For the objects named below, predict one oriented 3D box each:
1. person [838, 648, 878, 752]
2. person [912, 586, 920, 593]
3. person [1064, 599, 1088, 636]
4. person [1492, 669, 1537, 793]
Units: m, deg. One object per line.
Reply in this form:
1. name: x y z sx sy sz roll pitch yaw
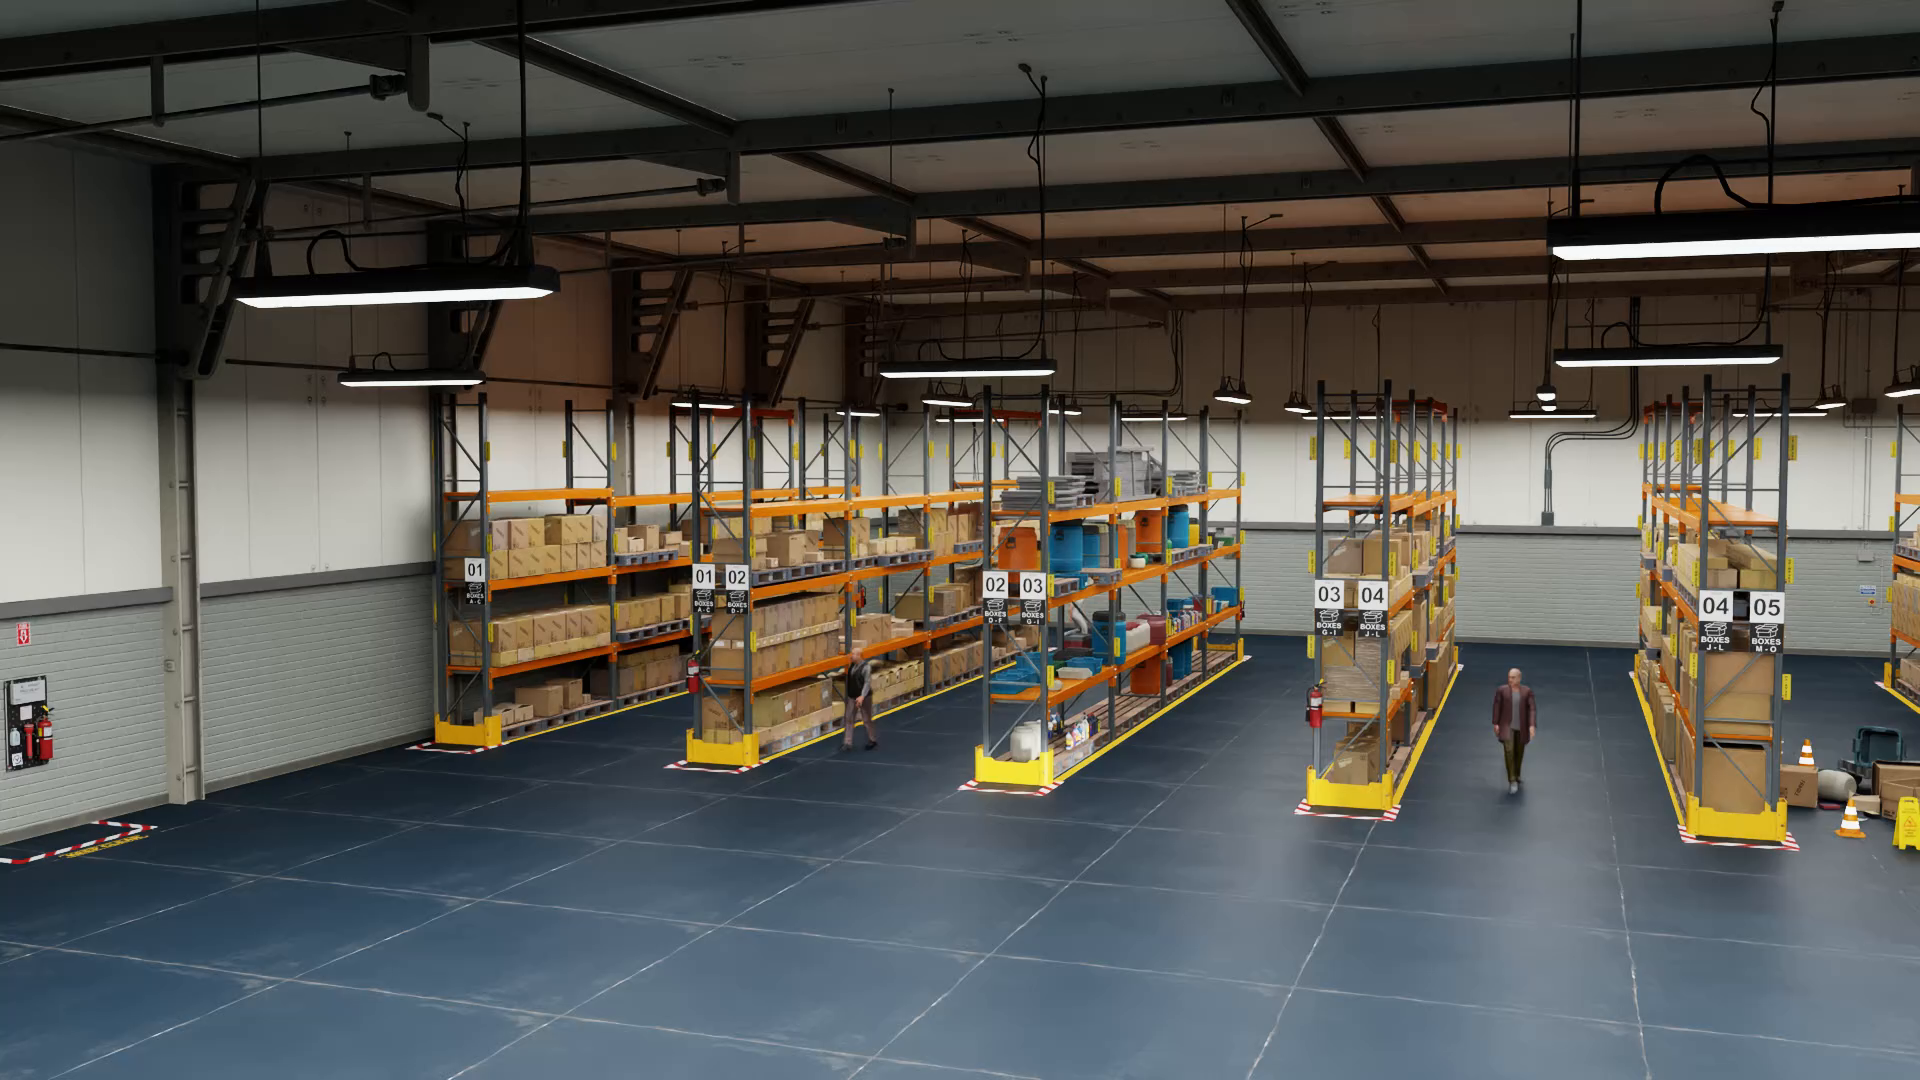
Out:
1. person: -1.730 2.661 27.848 0.573 1.695 0.855 2 4 39
2. person: -1.035 1.863 39.800 0.611 1.545 0.494 -3 4 -44
3. person: 3.024 1.938 42.800 0.962 1.566 0.438 2 4 37
4. person: 8.250 2.802 24.717 0.606 1.783 0.904 0 3 9
